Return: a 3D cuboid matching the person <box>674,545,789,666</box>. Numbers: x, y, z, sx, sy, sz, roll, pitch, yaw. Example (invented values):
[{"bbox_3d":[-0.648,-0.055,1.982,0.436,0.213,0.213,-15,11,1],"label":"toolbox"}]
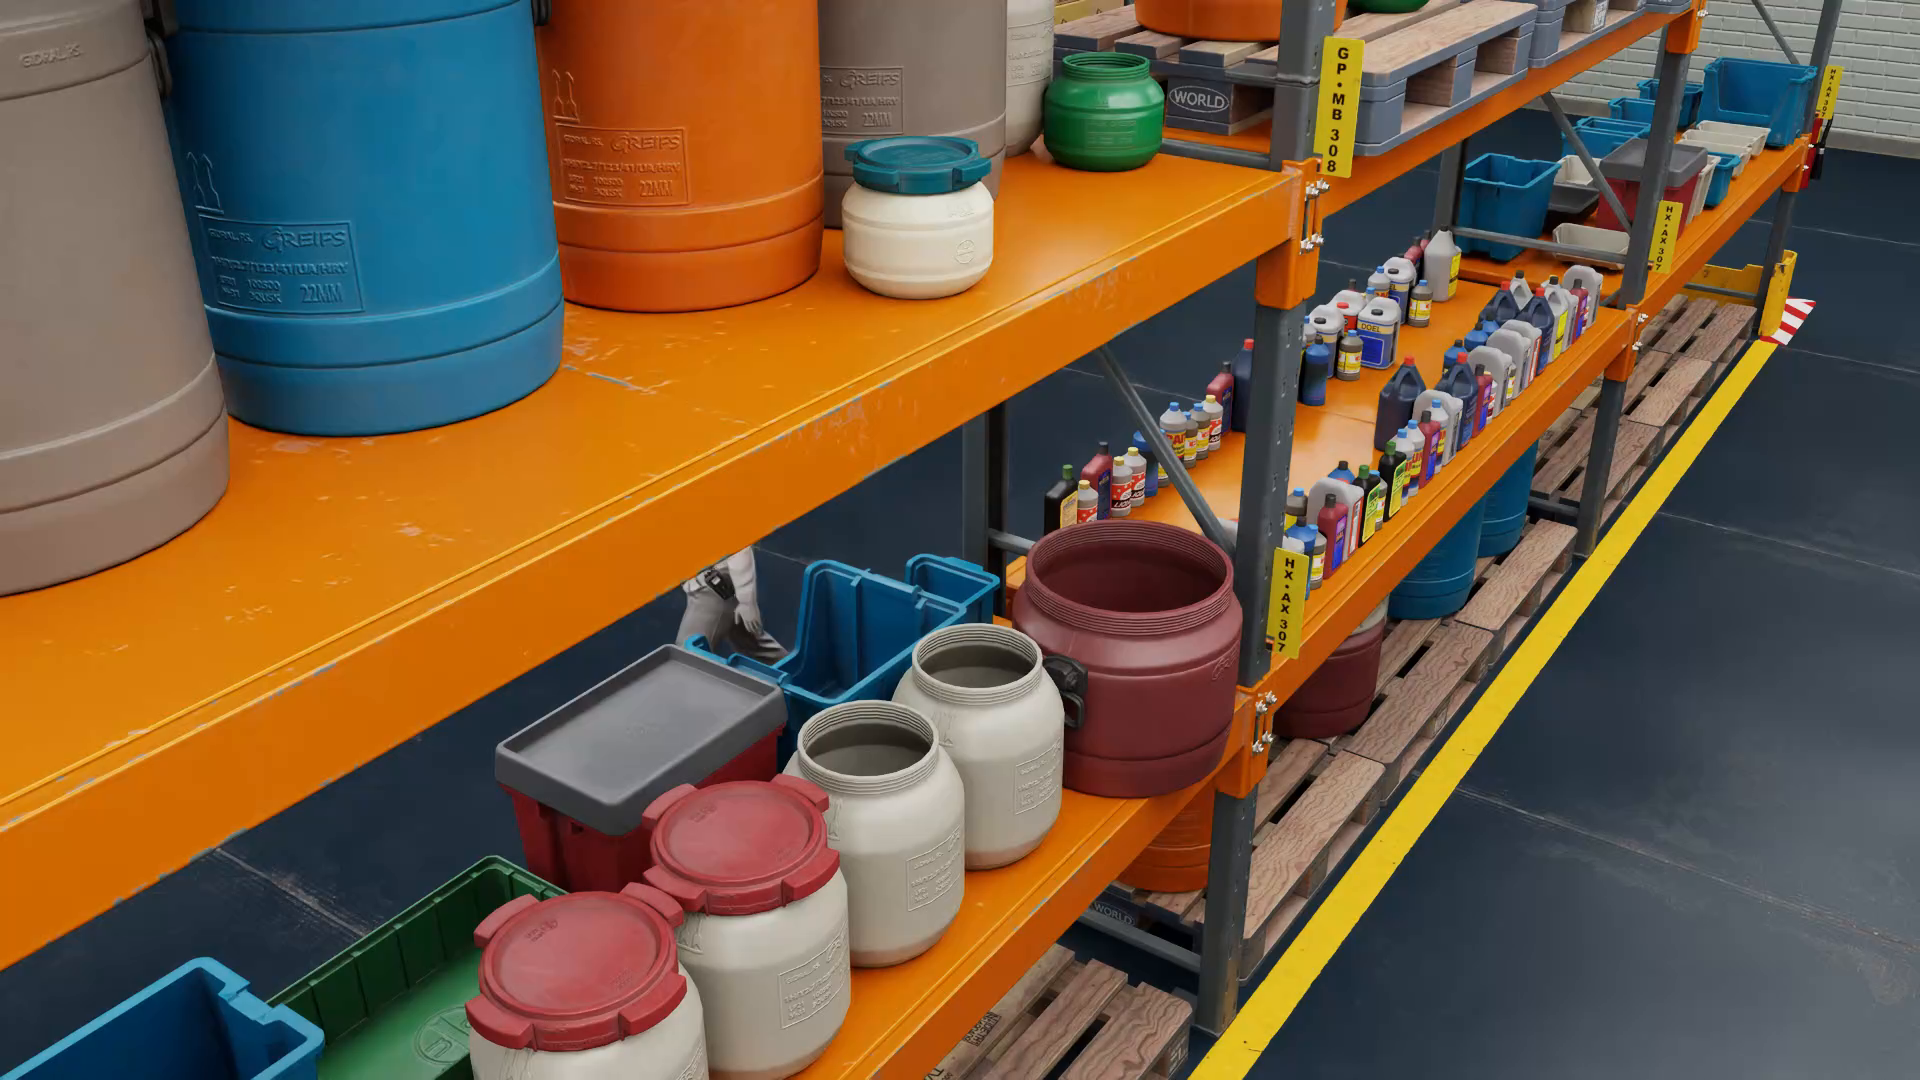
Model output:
[{"bbox_3d":[-1.004,0.168,6.276,0.950,1.635,0.507,-14,30,-26],"label":"person"}]
